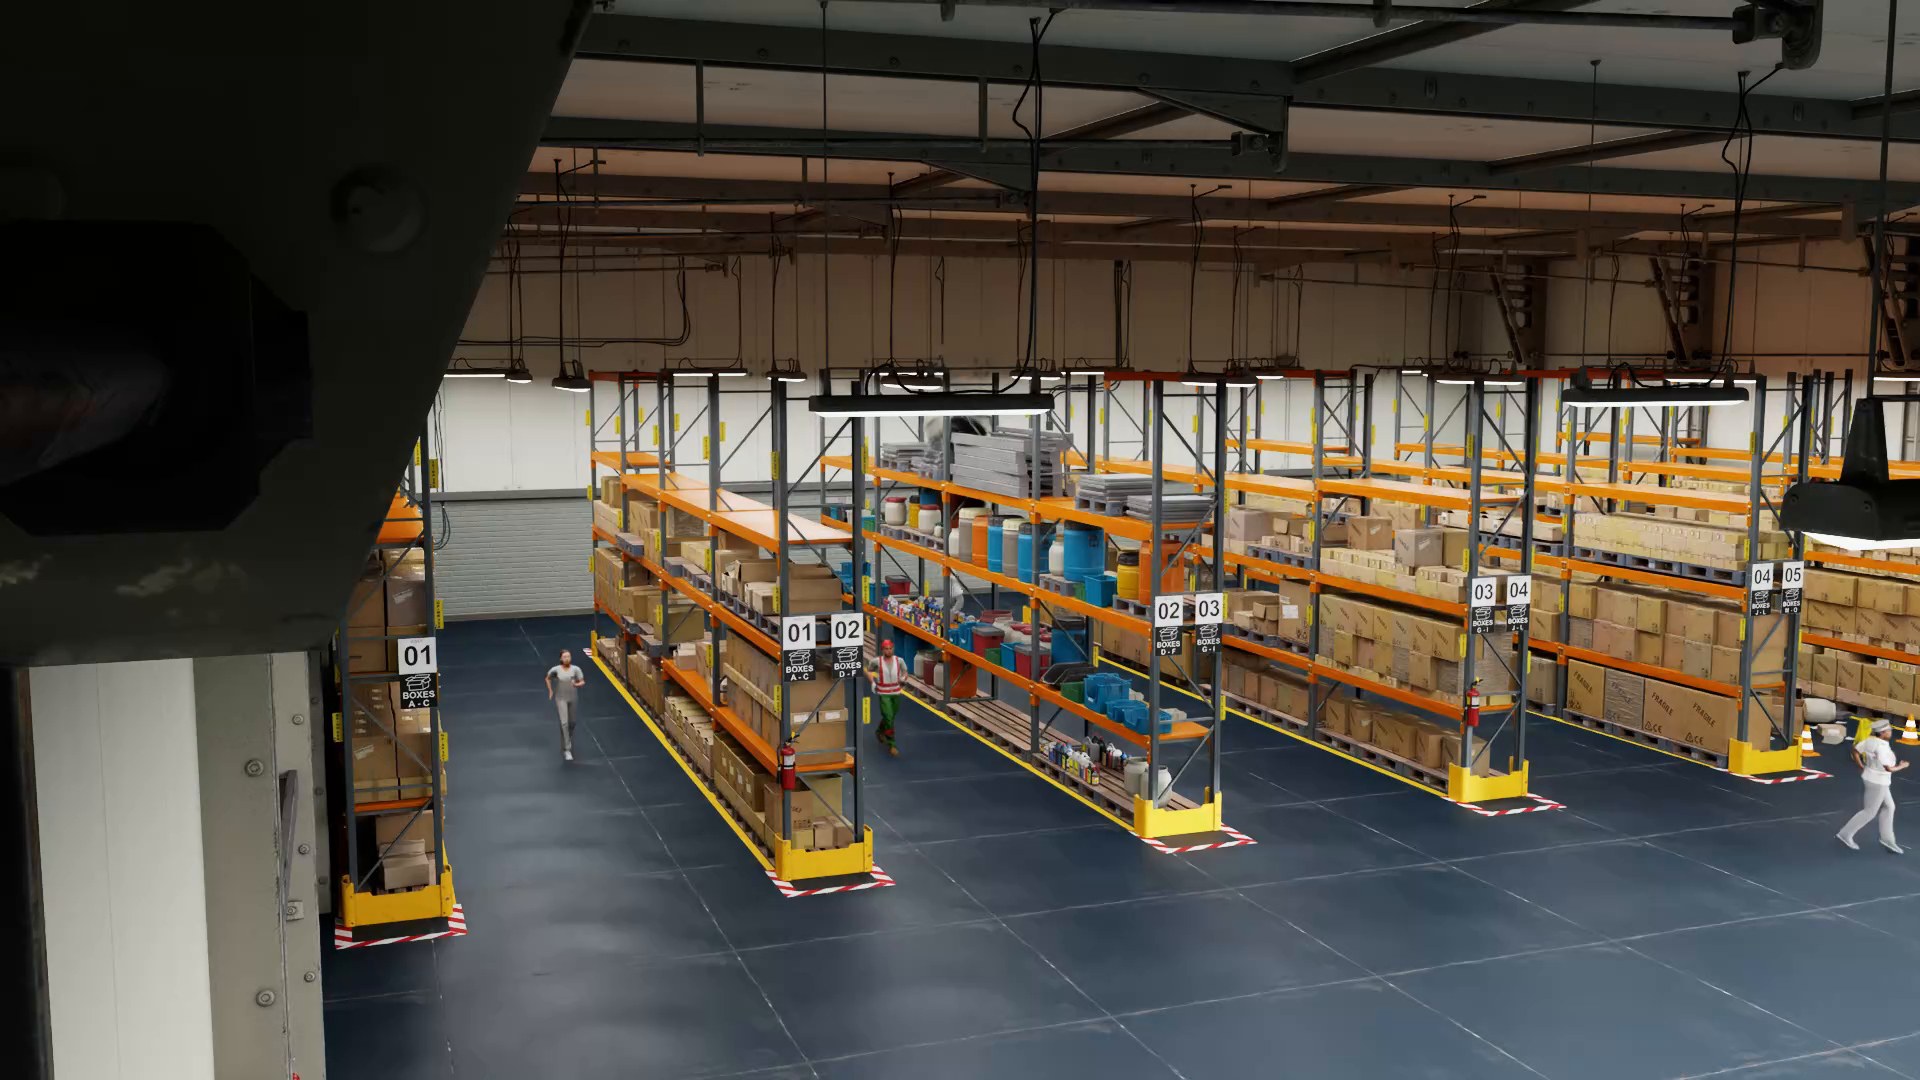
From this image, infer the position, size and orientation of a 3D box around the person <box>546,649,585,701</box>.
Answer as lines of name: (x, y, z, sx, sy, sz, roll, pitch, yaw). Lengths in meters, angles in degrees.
person: (-6.183, 2.124, 26.136, 0.558, 0.807, 0.589, -3, 7, -25)

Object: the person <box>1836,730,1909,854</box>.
person: (11.617, 3.145, 21.148, 0.805, 1.707, 0.603, 2, 7, 15)

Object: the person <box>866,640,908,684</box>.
person: (-1.125, 1.958, 26.508, 0.634, 0.765, 0.400, -3, 7, -24)

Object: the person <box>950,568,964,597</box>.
person: (-0.256, 1.080, 39.545, 0.811, 1.731, 0.726, -1, 7, -12)

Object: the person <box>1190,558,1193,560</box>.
person: (5.300, 1.239, 38.221, 0.368, 1.654, 0.472, -2, 7, -20)
